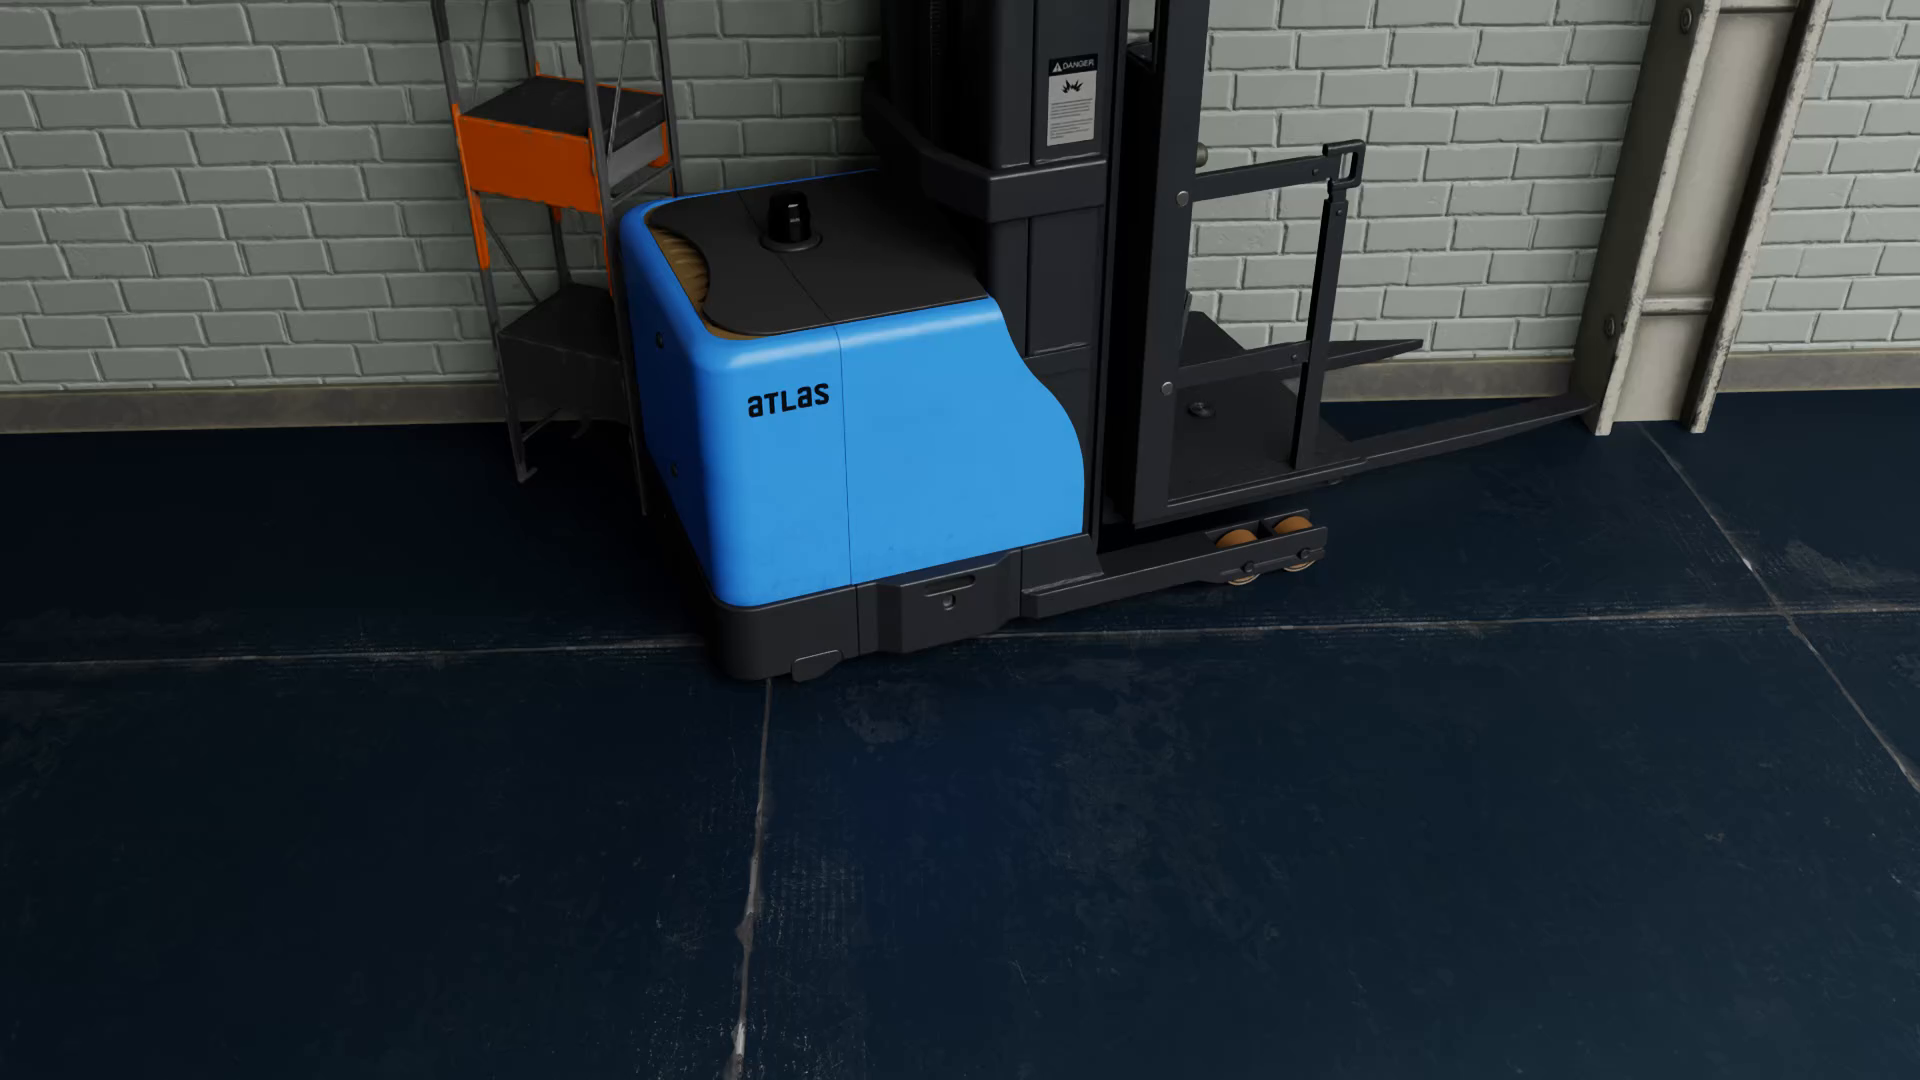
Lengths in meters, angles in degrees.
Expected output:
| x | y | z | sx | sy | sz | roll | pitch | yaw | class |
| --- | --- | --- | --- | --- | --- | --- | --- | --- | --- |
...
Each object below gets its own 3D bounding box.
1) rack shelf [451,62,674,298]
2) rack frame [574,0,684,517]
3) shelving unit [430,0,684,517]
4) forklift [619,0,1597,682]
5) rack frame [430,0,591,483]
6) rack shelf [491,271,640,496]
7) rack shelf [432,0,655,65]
| x | y | z | sx | sy | sz | roll | pitch | yaw | class |
| --- | --- | --- | --- | --- | --- | --- | --- | --- | --- |
| -1.161 | -1.090 | 5.002 | 0.480 | 0.518 | 0.431 | 14 | 37 | 20 | rack shelf |
| -0.939 | -1.045 | 4.911 | 0.015 | 2.100 | 0.400 | 14 | 37 | 20 | rack frame |
| -1.161 | -1.101 | 4.994 | 0.503 | 2.100 | 0.431 | 14 | 37 | 20 | shelving unit |
| 0.583 | -1.335 | 4.604 | 3.031 | 2.935 | 1.130 | -13 | 37 | -18 | forklift |
| -1.383 | -1.157 | 5.077 | 0.015 | 2.100 | 0.400 | 14 | 37 | 20 | rack frame |
| -1.158 | -0.514 | 5.399 | 0.480 | 0.518 | 0.431 | 14 | 37 | 20 | rack shelf |
| -1.164 | -1.666 | 4.605 | 0.480 | 0.518 | 0.431 | 14 | 37 | 20 | rack shelf |
